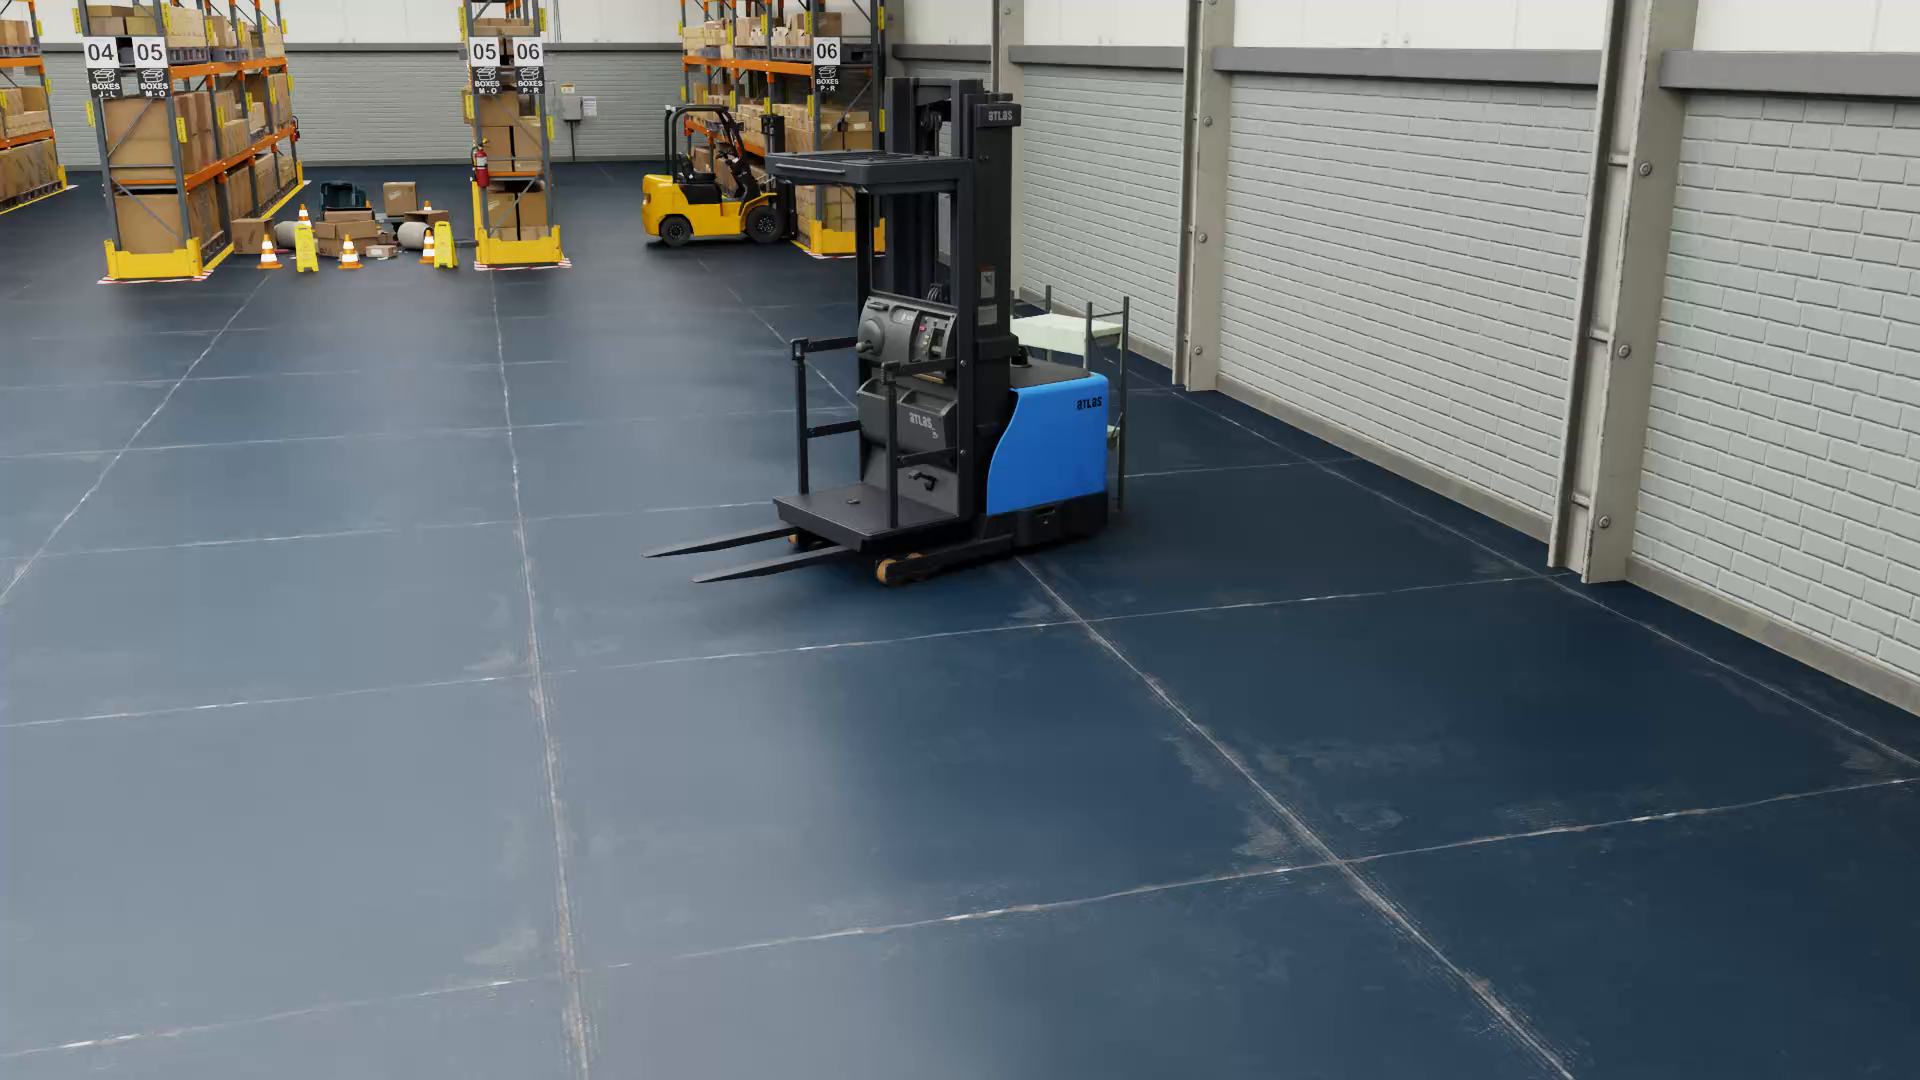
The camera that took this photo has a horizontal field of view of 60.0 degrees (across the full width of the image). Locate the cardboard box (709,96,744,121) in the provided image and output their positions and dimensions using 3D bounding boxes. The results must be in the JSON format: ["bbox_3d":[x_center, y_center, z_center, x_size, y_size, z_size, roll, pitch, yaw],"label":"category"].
[{"bbox_3d":[-4.975,-9.228,35.554,0.700,0.500,0.500,-5,17,-15],"label":"cardboard box"}]

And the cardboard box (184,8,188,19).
[{"bbox_3d":[-11.515,-7.699,24.302,0.380,0.149,0.250,-4,17,-15],"label":"cardboard box"}]

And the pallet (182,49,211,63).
[{"bbox_3d":[-12.639,-7.843,26.965,0.805,0.209,1.217,-5,18,-17],"label":"pallet"}]

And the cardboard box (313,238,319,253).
[{"bbox_3d":[-10.096,-4.609,25.833,0.396,0.266,0.258,-2,17,-6],"label":"cardboard box"}]

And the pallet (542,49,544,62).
[{"bbox_3d":[-7.675,-8.193,28.126,1.213,0.211,1.003,-5,17,-15],"label":"pallet"}]

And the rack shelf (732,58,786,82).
[{"bbox_3d":[-3.386,-8.706,30.757,1.077,0.370,4.000,-5,17,-15],"label":"rack shelf"}]

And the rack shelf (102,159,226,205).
[{"bbox_3d":[-11.790,-5.350,24.800,1.077,0.370,4.000,-5,17,-15],"label":"rack shelf"}]

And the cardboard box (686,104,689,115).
[{"bbox_3d":[-6.268,-10.304,39.784,0.500,0.250,0.500,-5,17,-15],"label":"cardboard box"}]

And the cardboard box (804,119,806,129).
[{"bbox_3d":[-2.270,-6.601,26.412,0.380,0.149,0.250,-5,17,-16],"label":"cardboard box"}]

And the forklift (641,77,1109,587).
[{"bbox_3d":[-0.496,-1.294,10.165,3.031,2.935,1.130,-13,21,-36],"label":"forklift"}]

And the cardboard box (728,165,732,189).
[{"bbox_3d":[-4.532,-7.555,34.504,0.500,0.500,0.500,-4,17,-13],"label":"cardboard box"}]

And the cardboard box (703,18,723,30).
[{"bbox_3d":[-5.288,-11.069,35.668,0.396,0.266,0.258,-5,17,-16],"label":"cardboard box"}]

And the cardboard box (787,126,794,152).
[{"bbox_3d":[-2.548,-6.542,27.342,0.500,0.500,0.500,-5,17,-15],"label":"cardboard box"}]

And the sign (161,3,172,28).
[{"bbox_3d":[-10.705,-7.077,22.426,0.100,0.325,0.005,-5,17,-15],"label":"sign"}]

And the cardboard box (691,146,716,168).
[{"bbox_3d":[-6.057,-9.209,40.004,0.797,0.503,0.637,-5,18,-17],"label":"cardboard box"}]

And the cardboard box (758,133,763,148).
[{"bbox_3d":[-3.370,-7.246,30.122,0.500,0.250,0.500,-5,17,-16],"label":"cardboard box"}]

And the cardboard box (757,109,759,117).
[{"bbox_3d":[-3.523,-7.847,30.561,0.380,0.149,0.250,-5,17,-15],"label":"cardboard box"}]

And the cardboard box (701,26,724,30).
[{"bbox_3d":[-5.405,-11.141,36.487,0.500,0.250,0.500,-5,17,-15],"label":"cardboard box"}]

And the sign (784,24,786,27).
[{"bbox_3d":[-3.400,-9.931,32.548,0.100,0.325,0.005,-5,17,-15],"label":"sign"}]

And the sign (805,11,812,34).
[{"bbox_3d":[-2.263,-7.738,24.883,0.100,0.325,0.005,-5,17,-15],"label":"sign"}]

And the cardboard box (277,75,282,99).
[{"bbox_3d":[-14.833,-9.700,35.602,0.500,0.500,0.500,-5,18,-17],"label":"cardboard box"}]

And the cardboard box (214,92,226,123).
[{"bbox_3d":[-12.901,-7.333,28.239,0.700,0.500,0.500,-5,17,-16],"label":"cardboard box"}]

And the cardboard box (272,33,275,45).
[{"bbox_3d":[-14.859,-10.640,35.338,0.500,0.250,0.500,-5,18,-18],"label":"cardboard box"}]

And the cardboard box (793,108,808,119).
[{"bbox_3d":[-2.485,-6.883,26.833,0.380,0.149,0.250,-4,17,-14],"label":"cardboard box"}]

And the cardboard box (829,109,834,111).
[{"bbox_3d":[-1.900,-6.853,26.732,0.380,0.149,0.250,-4,17,-14],"label":"cardboard box"}]

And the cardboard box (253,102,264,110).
[{"bbox_3d":[-14.240,-8.731,33.476,0.380,0.149,0.250,-4,17,-13],"label":"cardboard box"}]

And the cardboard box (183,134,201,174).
[{"bbox_3d":[-11.591,-5.628,24.212,0.875,0.550,0.550,-5,17,-15],"label":"cardboard box"}]

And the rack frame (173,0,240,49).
[{"bbox_3d":[-13.439,-10.227,29.358,1.000,3.000,0.127,-5,17,-15],"label":"rack frame"}]

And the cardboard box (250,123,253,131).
[{"bbox_3d":[-13.592,-7.798,31.406,0.380,0.149,0.250,-4,17,-13],"label":"cardboard box"}]

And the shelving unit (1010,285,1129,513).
[{"bbox_3d":[0.738,-0.965,11.556,0.431,1.500,0.755,-15,22,-41],"label":"shelving unit"}]

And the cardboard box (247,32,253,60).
[{"bbox_3d":[-13.626,-9.293,31.289,0.500,0.500,0.500,-5,17,-15],"label":"cardboard box"}]

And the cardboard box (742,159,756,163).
[{"bbox_3d":[-4.315,-7.598,33.521,0.380,0.149,0.250,-6,18,-18],"label":"cardboard box"}]

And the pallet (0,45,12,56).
[{"bbox_3d":[-19.550,-9.718,33.029,1.003,0.211,1.213,-5,17,-15],"label":"pallet"}]

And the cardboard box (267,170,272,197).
[{"bbox_3d":[-13.815,-6.996,32.642,0.500,0.500,0.500,-5,17,-16],"label":"cardboard box"}]

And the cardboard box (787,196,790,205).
[{"bbox_3d":[-2.595,-5.607,27.585,0.500,0.250,0.500,-5,17,-15],"label":"cardboard box"}]

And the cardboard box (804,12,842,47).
[{"bbox_3d":[-2.093,-7.791,25.383,0.500,0.500,0.500,-4,17,-13],"label":"cardboard box"}]

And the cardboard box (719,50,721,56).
[{"bbox_3d":[-5.418,-10.666,36.468,0.380,0.149,0.250,-5,17,-16],"label":"cardboard box"}]

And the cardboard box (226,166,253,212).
[{"bbox_3d":[-13.358,-6.302,29.900,1.050,0.750,0.750,-5,17,-16],"label":"cardboard box"}]

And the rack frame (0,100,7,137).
[{"bbox_3d":[-19.335,-8.097,32.692,1.000,3.000,0.127,-5,17,-15],"label":"rack frame"}]

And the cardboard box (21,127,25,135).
[{"bbox_3d":[-19.386,-8.373,34.050,0.380,0.149,0.250,-5,17,-16],"label":"cardboard box"}]

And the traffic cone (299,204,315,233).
[{"bbox_3d":[-11.256,-5.523,28.535,0.336,0.463,0.334,-5,17,-15],"label":"traffic cone"}]

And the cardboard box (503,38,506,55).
[{"bbox_3d":[-6.685,-7.509,25.266,0.500,0.250,0.500,-4,17,-14],"label":"cardboard box"}]

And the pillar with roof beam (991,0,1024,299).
[{"bbox_3d":[-3.552,-7.091,18.917,9.100,9.000,0.400,-5,17,-15],"label":"pillar with roof beam"}]

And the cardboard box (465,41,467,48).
[{"bbox_3d":[-9.162,-9.718,31.972,0.700,0.500,0.500,-6,18,-18],"label":"cardboard box"}]

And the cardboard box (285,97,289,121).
[{"bbox_3d":[-15.130,-9.511,36.709,0.500,0.500,0.500,-5,17,-16],"label":"cardboard box"}]

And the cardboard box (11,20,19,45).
[{"bbox_3d":[-20.201,-10.632,34.840,0.700,0.500,0.500,-5,18,-17],"label":"cardboard box"}]

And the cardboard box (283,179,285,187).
[{"bbox_3d":[-14.402,-7.496,34.919,0.380,0.149,0.250,-4,17,-14],"label":"cardboard box"}]

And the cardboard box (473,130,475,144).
[{"bbox_3d":[-7.755,-6.714,27.398,0.500,0.500,0.500,-5,17,-15],"label":"cardboard box"}]

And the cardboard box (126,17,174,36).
[{"bbox_3d":[-11.126,-7.051,22.839,0.500,0.250,0.500,-5,17,-15],"label":"cardboard box"}]

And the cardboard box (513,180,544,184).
[{"bbox_3d":[-7.046,-5.628,27.219,0.500,0.500,0.500,-4,17,-14],"label":"cardboard box"}]

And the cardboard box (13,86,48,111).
[{"bbox_3d":[-20.047,-9.519,35.867,0.500,0.500,0.500,-4,17,-15],"label":"cardboard box"}]

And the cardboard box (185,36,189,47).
[{"bbox_3d":[-11.444,-7.246,24.181,0.380,0.149,0.250,-5,17,-15],"label":"cardboard box"}]

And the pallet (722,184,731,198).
[{"bbox_3d":[-4.436,-7.378,35.147,1.003,0.211,1.213,-5,17,-15],"label":"pallet"}]

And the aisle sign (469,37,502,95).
[{"bbox_3d":[-6.770,-6.766,23.743,0.394,0.787,0.004,-5,17,-15],"label":"aisle sign"}]
